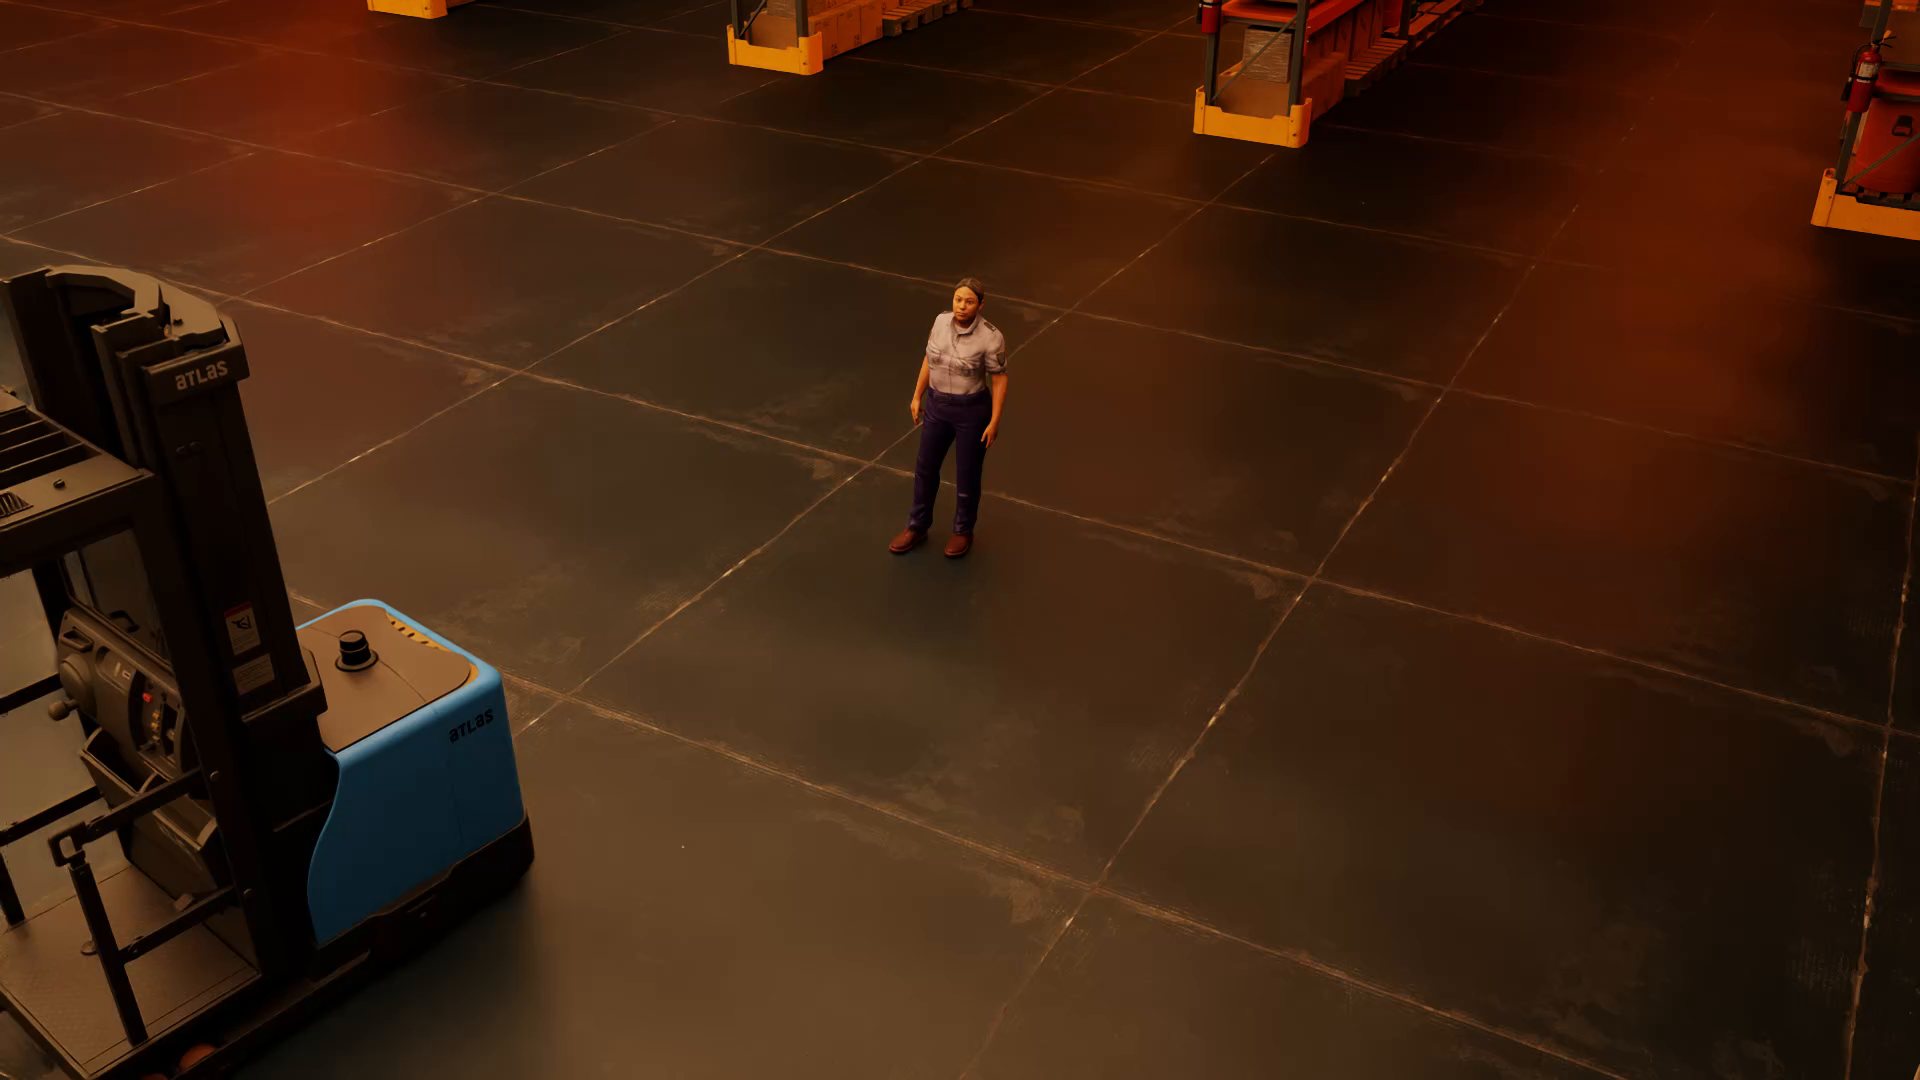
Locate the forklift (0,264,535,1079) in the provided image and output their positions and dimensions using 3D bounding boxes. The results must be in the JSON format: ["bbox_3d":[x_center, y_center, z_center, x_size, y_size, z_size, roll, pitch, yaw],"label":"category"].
[{"bbox_3d":[-3.224,0.619,5.998,1.130,2.935,3.031,23,37,34],"label":"forklift"}]

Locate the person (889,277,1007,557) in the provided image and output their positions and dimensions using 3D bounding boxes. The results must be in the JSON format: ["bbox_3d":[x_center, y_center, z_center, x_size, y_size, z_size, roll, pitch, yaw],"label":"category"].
[{"bbox_3d":[-0.064,-0.686,9.529,0.598,1.651,0.502,15,33,25],"label":"person"}]
